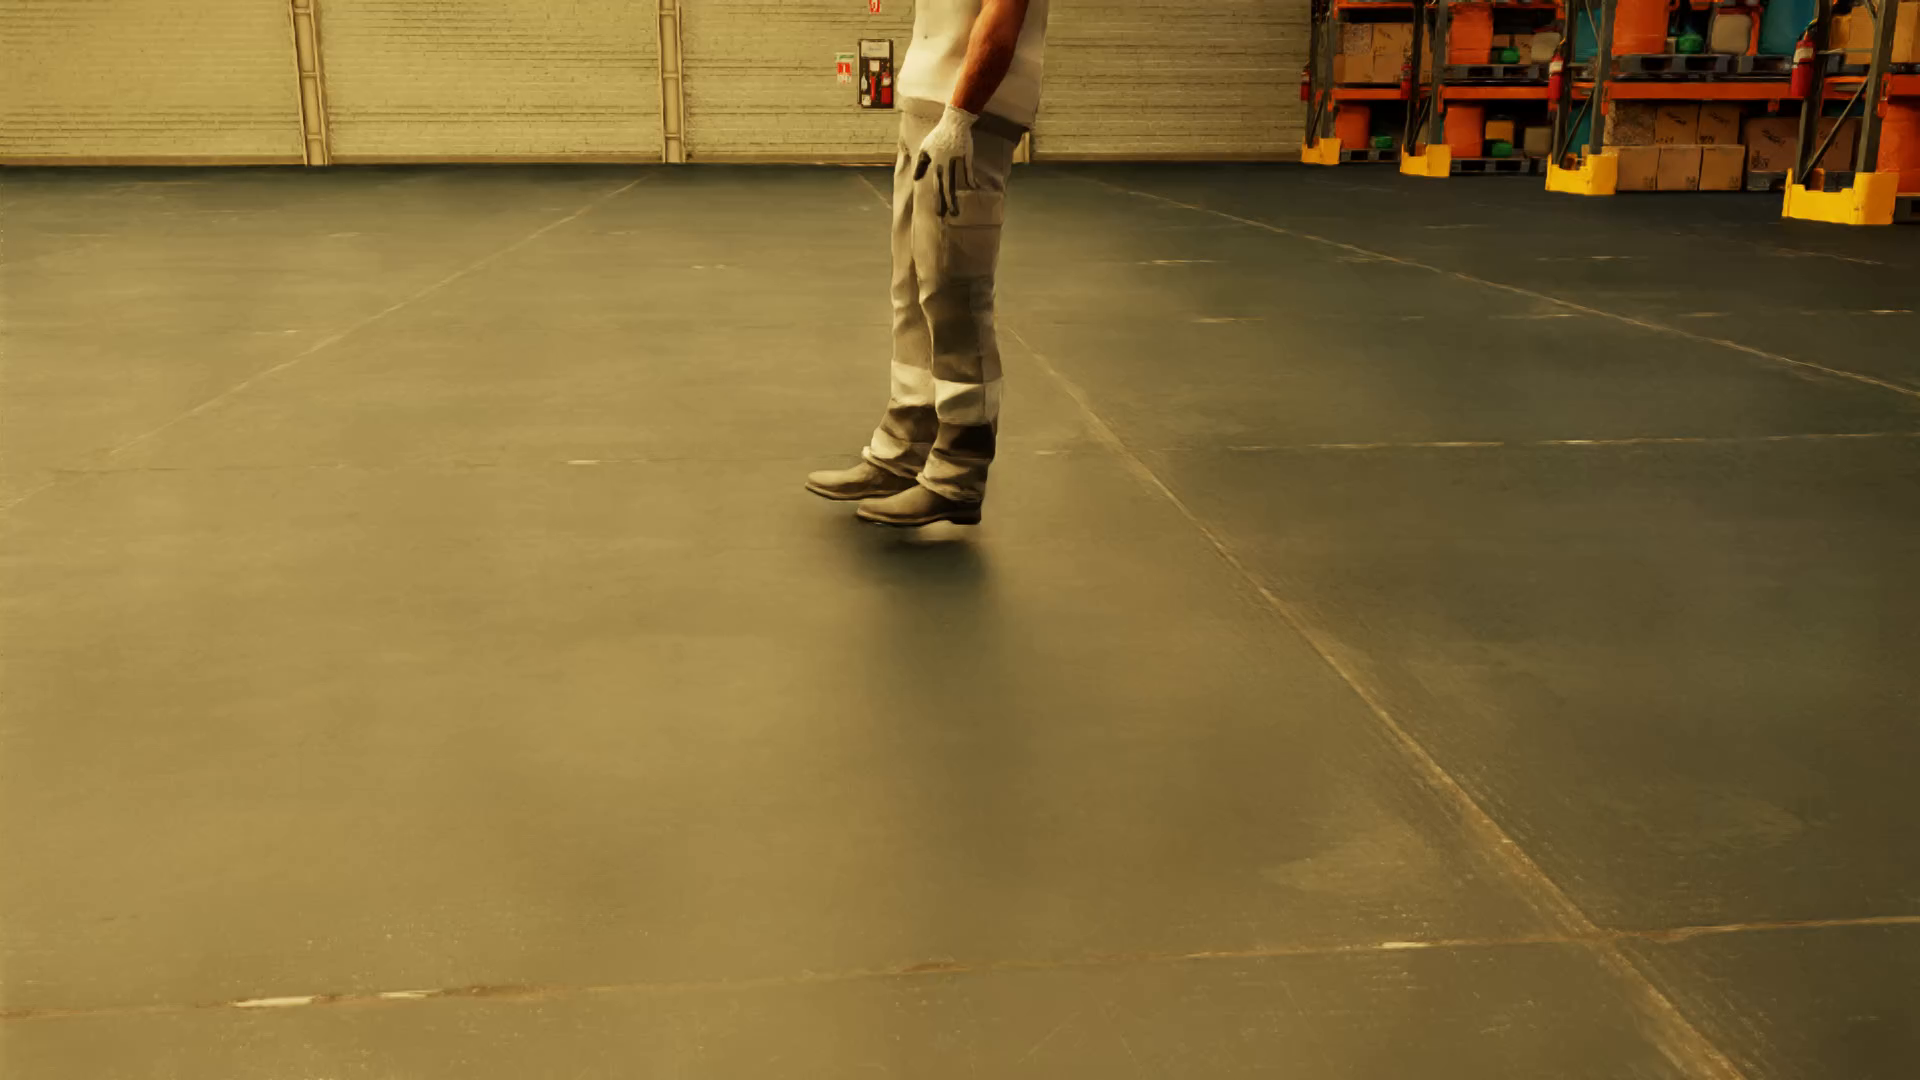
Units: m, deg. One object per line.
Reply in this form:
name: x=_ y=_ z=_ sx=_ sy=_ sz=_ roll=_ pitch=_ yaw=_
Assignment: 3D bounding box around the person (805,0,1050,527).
person: x=-0.081 y=-0.911 z=3.699 sx=0.563 sy=1.787 sz=0.637 roll=-1 pitch=15 yaw=-5
